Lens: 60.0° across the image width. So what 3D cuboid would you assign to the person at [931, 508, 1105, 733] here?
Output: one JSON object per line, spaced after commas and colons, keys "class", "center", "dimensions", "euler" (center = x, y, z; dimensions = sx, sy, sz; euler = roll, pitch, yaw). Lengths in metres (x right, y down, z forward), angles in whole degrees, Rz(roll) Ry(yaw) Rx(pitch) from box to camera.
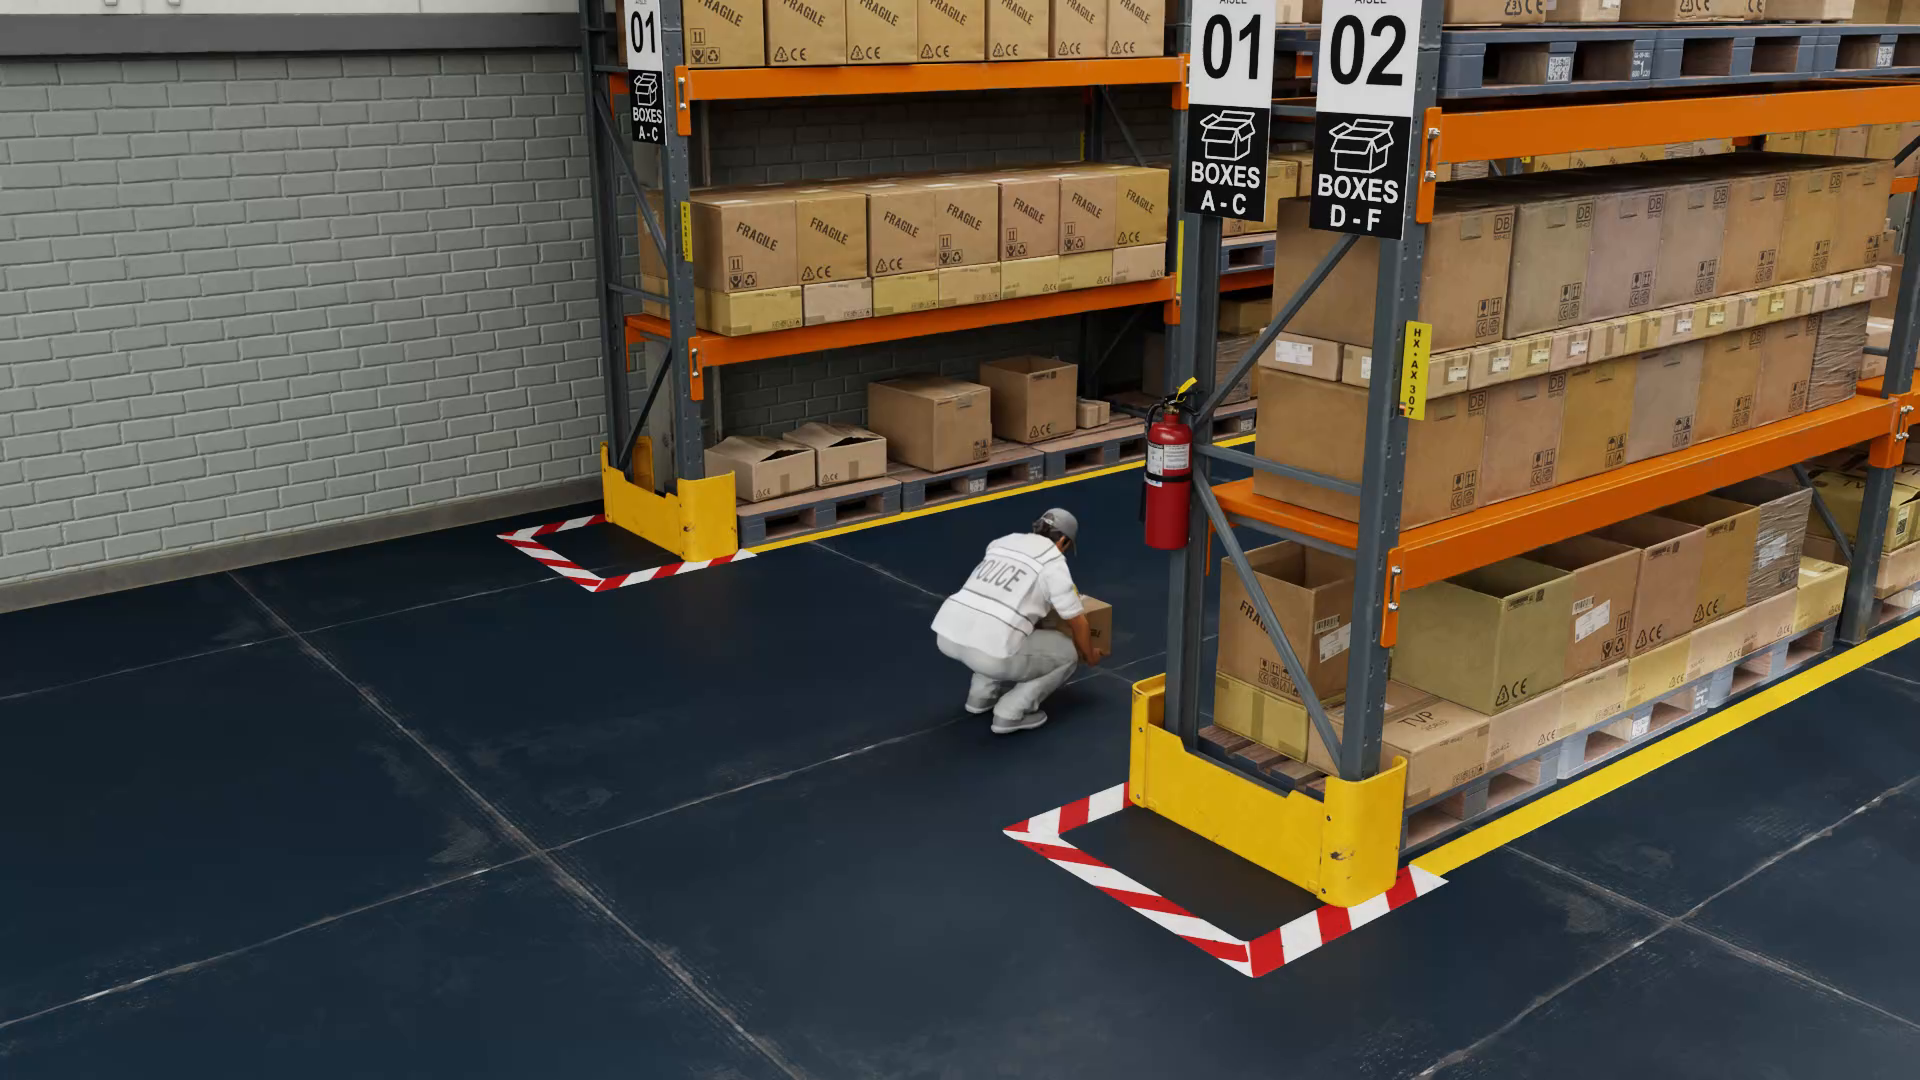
{"class": "person", "center": [0.264, 0.359, 7.655], "dimensions": [0.851, 0.930, 0.518], "euler": [-14, 22, -36]}
